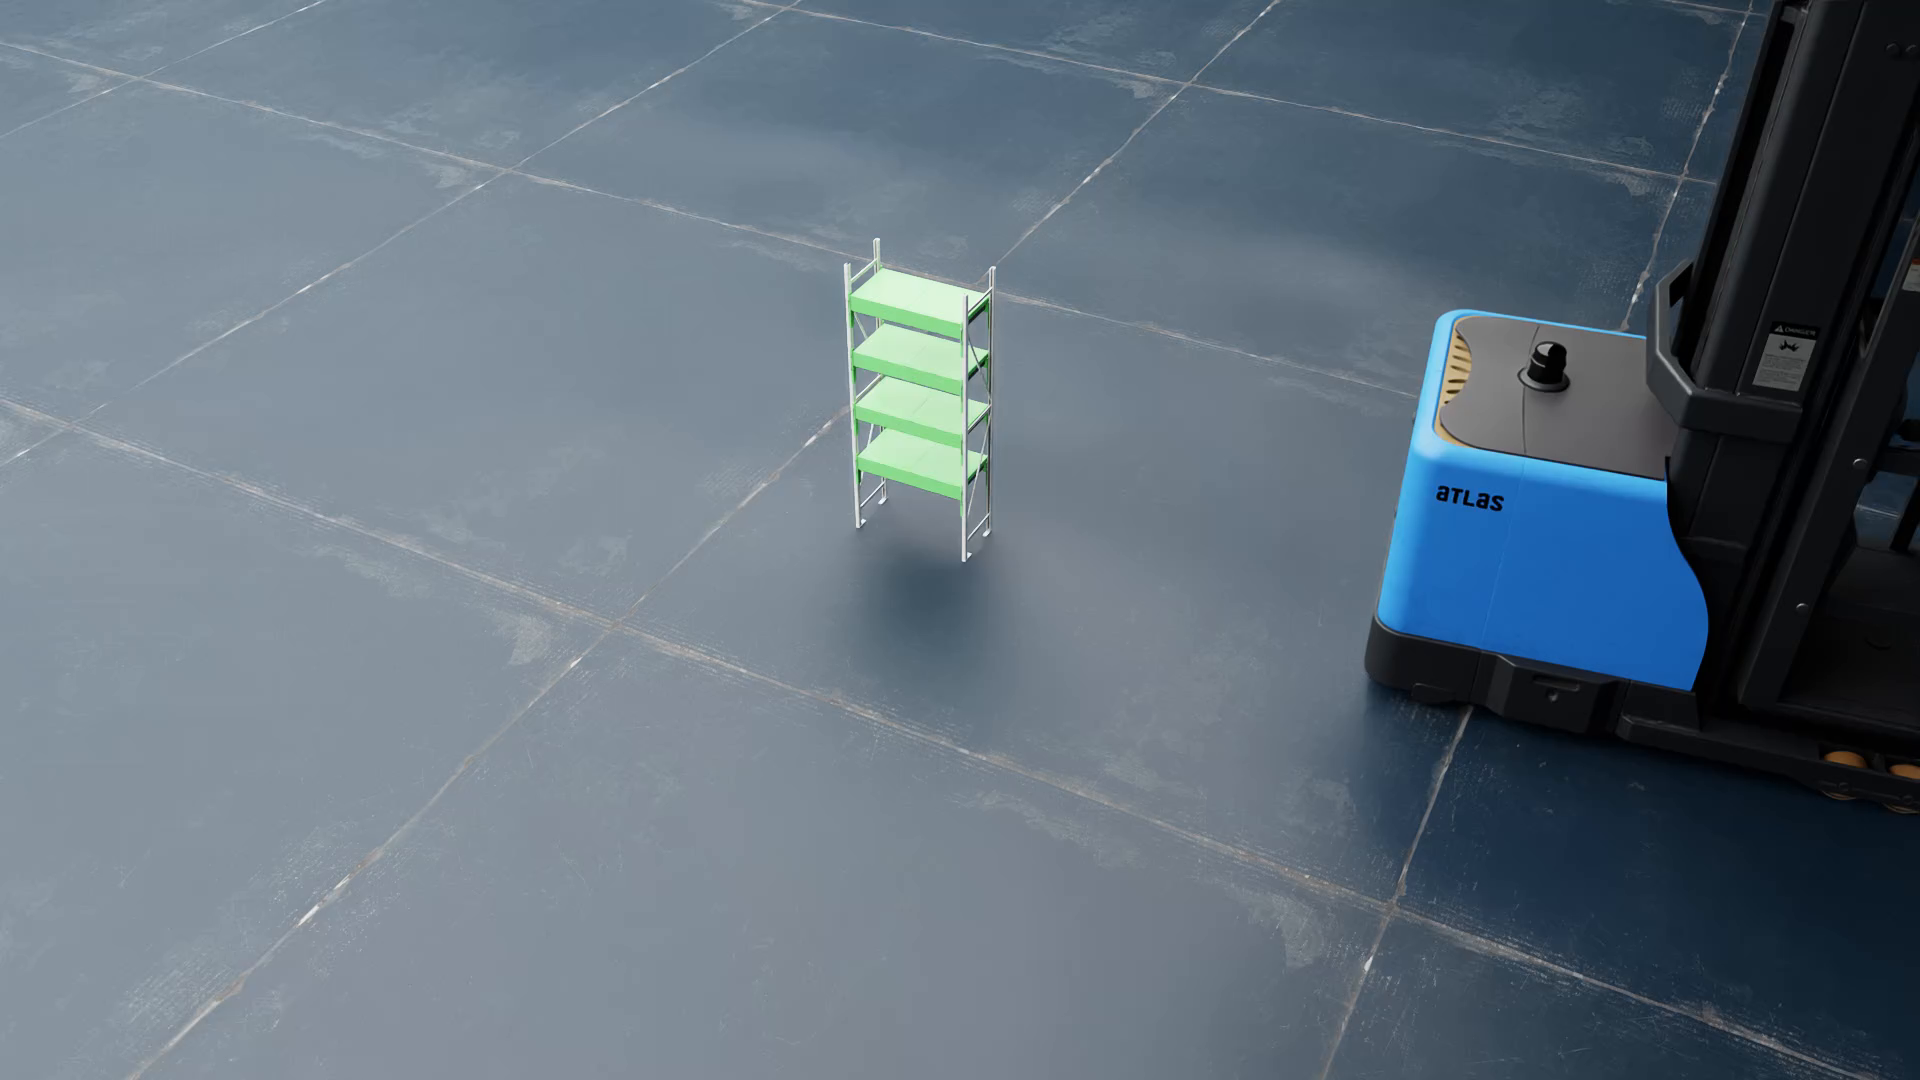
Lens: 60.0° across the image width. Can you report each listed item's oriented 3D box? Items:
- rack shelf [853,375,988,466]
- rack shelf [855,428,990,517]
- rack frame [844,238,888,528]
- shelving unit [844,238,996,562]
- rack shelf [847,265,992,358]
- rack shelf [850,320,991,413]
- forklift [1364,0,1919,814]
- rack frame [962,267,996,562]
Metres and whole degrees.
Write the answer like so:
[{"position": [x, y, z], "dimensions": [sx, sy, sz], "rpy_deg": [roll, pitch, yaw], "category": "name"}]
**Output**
[{"position": [-0.147, -0.473, 6.487], "dimensions": [0.480, 0.148, 0.258], "rpy_deg": [17, 41, 21], "category": "rack shelf"}, {"position": [-0.147, -0.282, 6.632], "dimensions": [0.480, 0.148, 0.258], "rpy_deg": [17, 41, 21], "category": "rack shelf"}, {"position": [-0.364, -0.592, 6.537], "dimensions": [0.015, 1.200, 0.240], "rpy_deg": [17, 41, 21], "category": "rack frame"}, {"position": [-0.147, -0.524, 6.448], "dimensions": [0.503, 1.200, 0.258], "rpy_deg": [17, 41, 21], "category": "shelving unit"}, {"position": [-0.147, -0.855, 6.196], "dimensions": [0.480, 0.148, 0.258], "rpy_deg": [17, 41, 21], "category": "rack shelf"}, {"position": [-0.147, -0.664, 6.341], "dimensions": [0.480, 0.148, 0.258], "rpy_deg": [17, 41, 21], "category": "rack shelf"}, {"position": [3.039, -0.618, 5.140], "dimensions": [3.031, 2.935, 1.130], "rpy_deg": [11, 39, 15], "category": "forklift"}, {"position": [0.070, -0.456, 6.358], "dimensions": [0.015, 1.200, 0.240], "rpy_deg": [17, 41, 21], "category": "rack frame"}]
